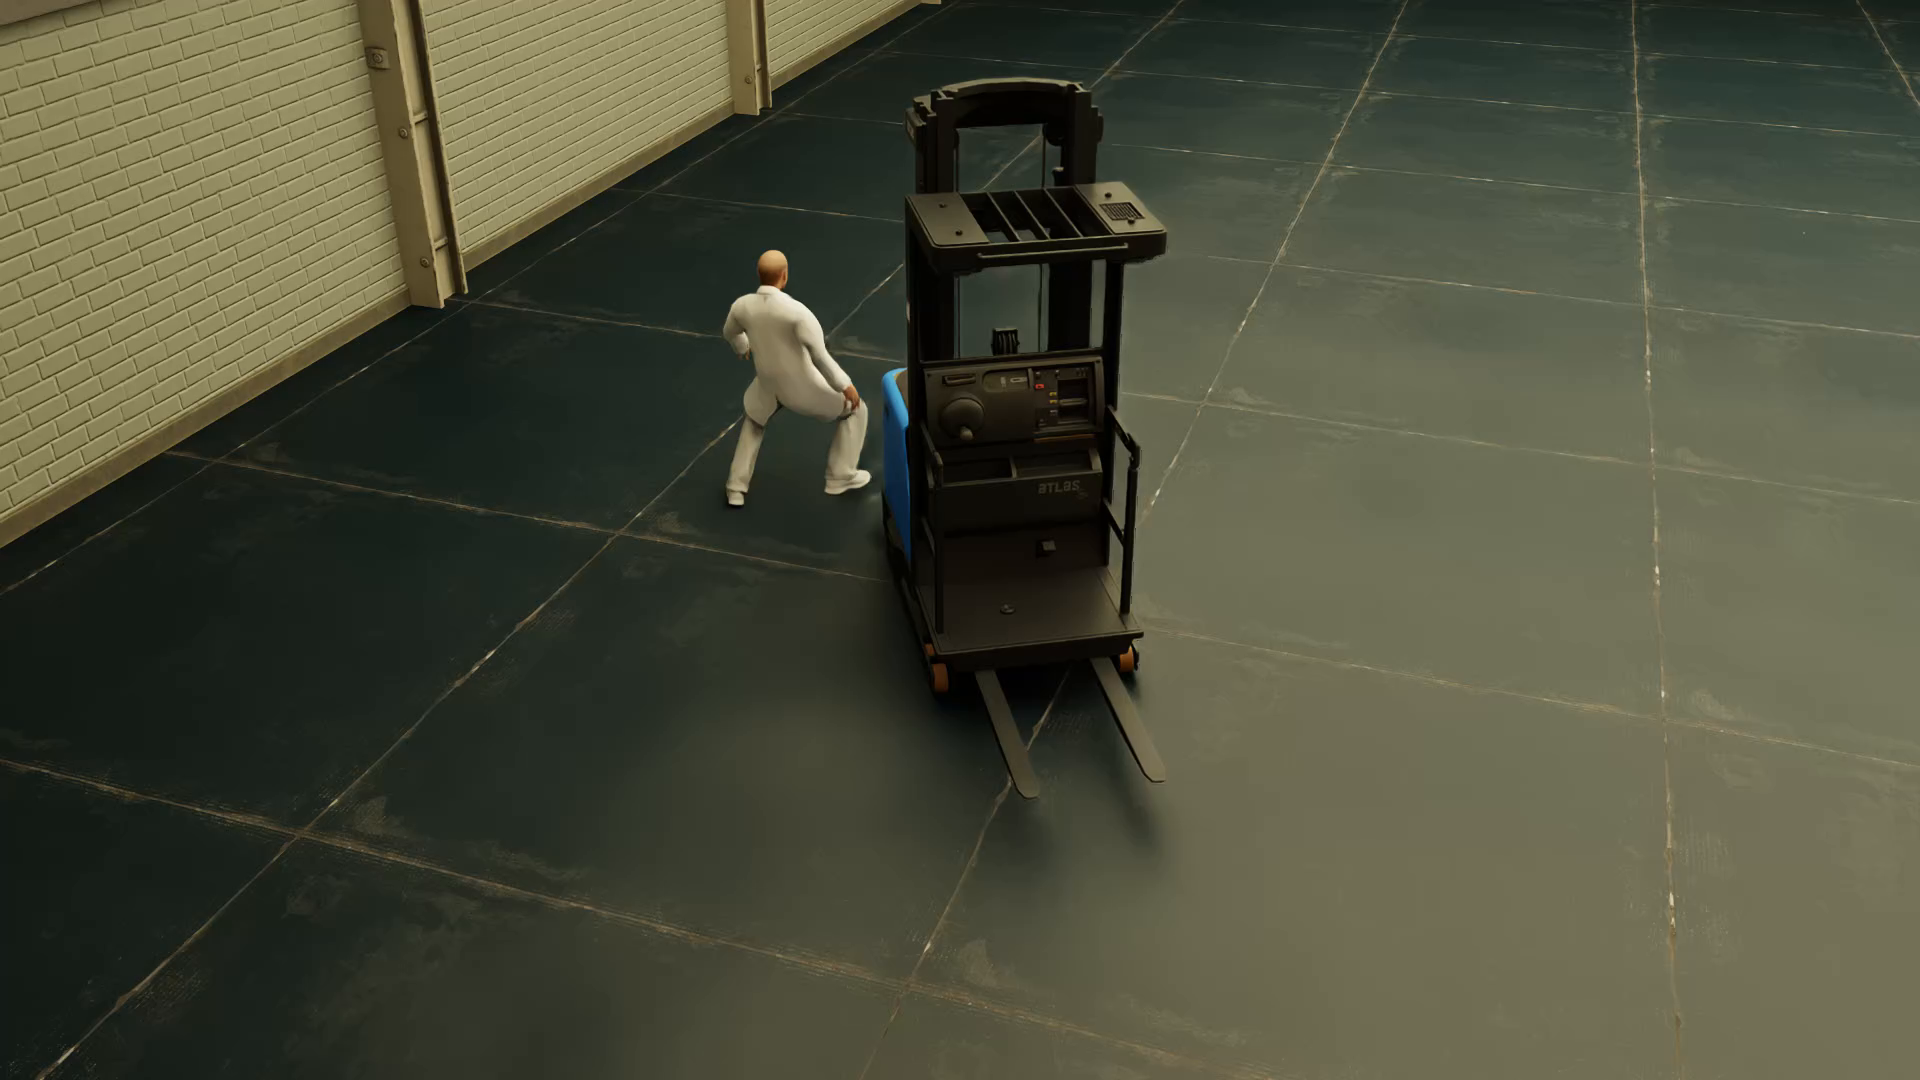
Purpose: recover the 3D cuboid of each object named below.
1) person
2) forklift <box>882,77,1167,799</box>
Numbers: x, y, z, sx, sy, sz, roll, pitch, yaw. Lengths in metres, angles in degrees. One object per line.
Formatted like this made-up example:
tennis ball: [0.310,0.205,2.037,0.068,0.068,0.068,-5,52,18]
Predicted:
person: [-1.088,-0.997,10.228,1.003,1.645,0.714,17,34,27]
forklift: [0.326,-0.669,8.310,1.130,2.935,3.031,-6,30,-10]
